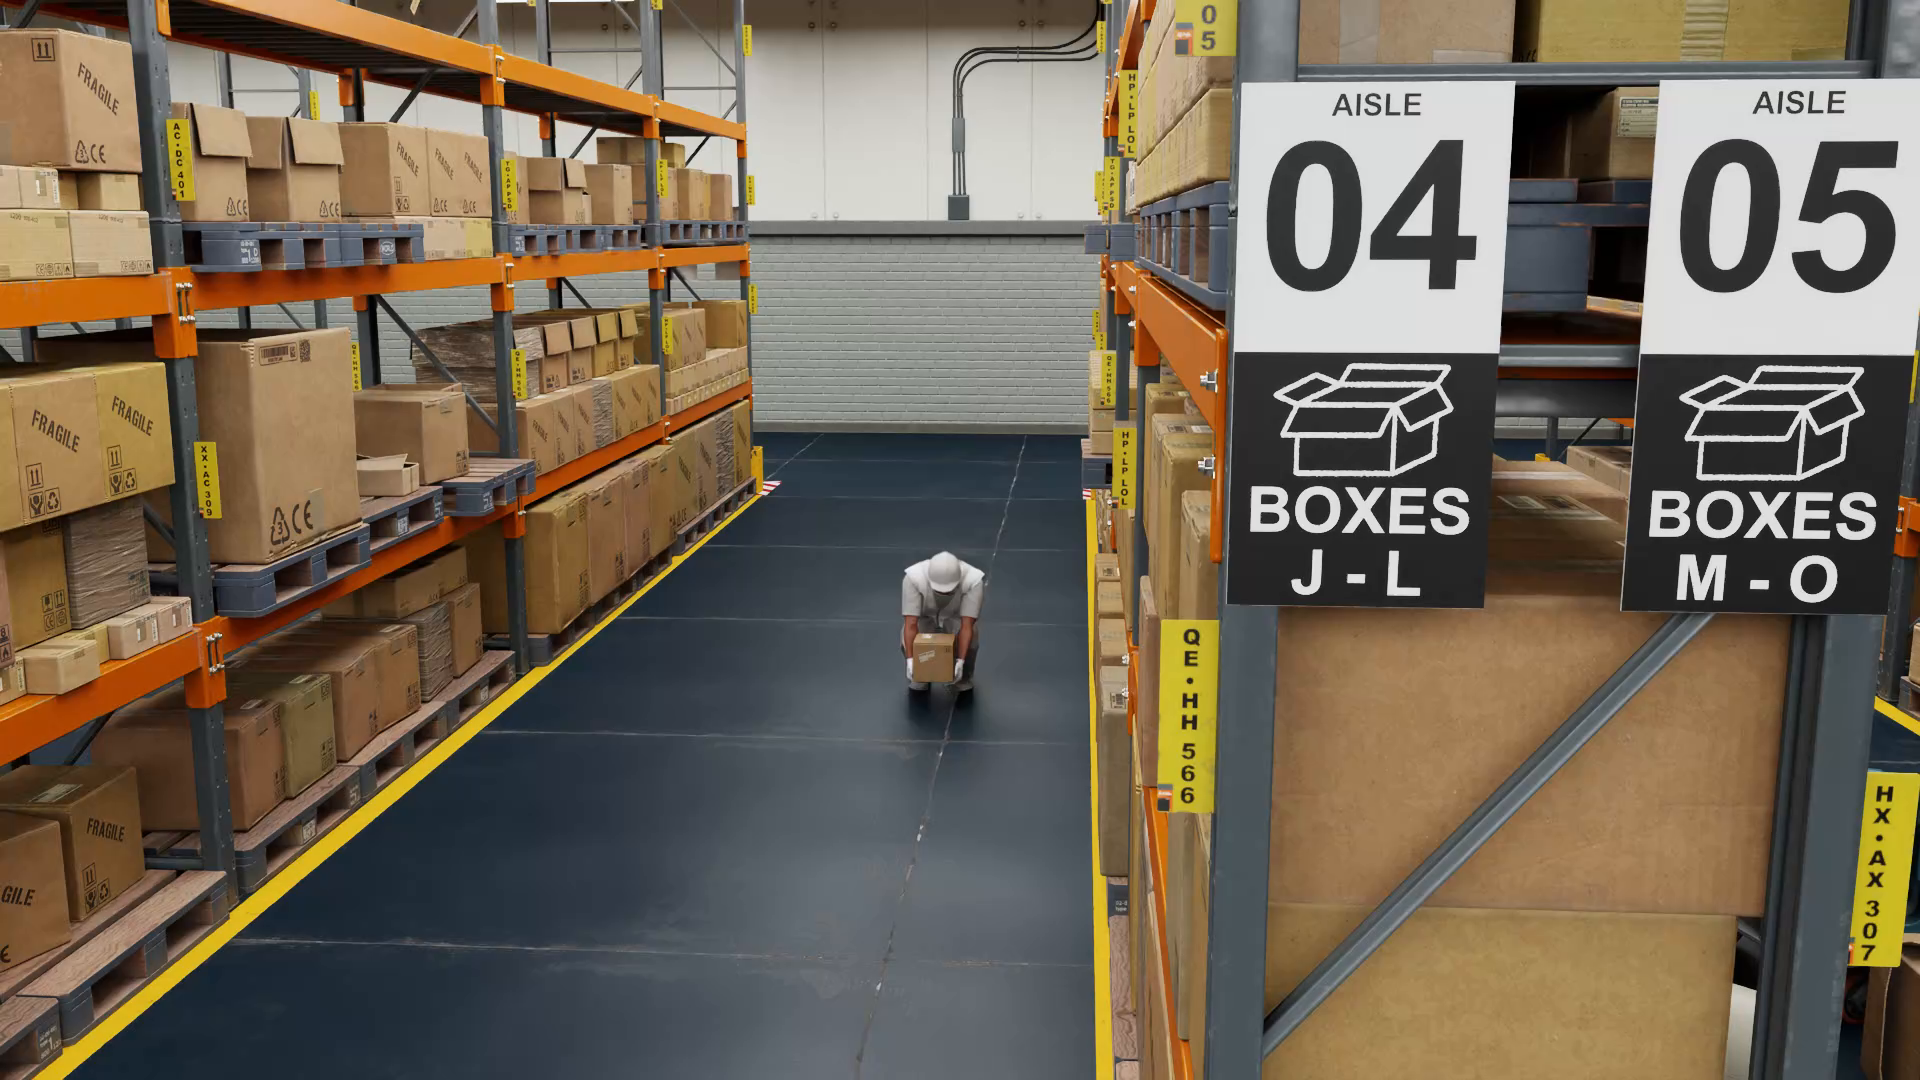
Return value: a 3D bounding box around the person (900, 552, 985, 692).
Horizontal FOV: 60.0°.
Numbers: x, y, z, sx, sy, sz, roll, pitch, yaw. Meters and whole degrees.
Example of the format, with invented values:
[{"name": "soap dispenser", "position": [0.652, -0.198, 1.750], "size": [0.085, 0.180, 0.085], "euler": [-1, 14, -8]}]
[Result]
[{"name": "person", "position": [-0.112, 0.511, 10.779], "size": [0.559, 1.005, 0.914], "euler": [0, 11, 3]}]
